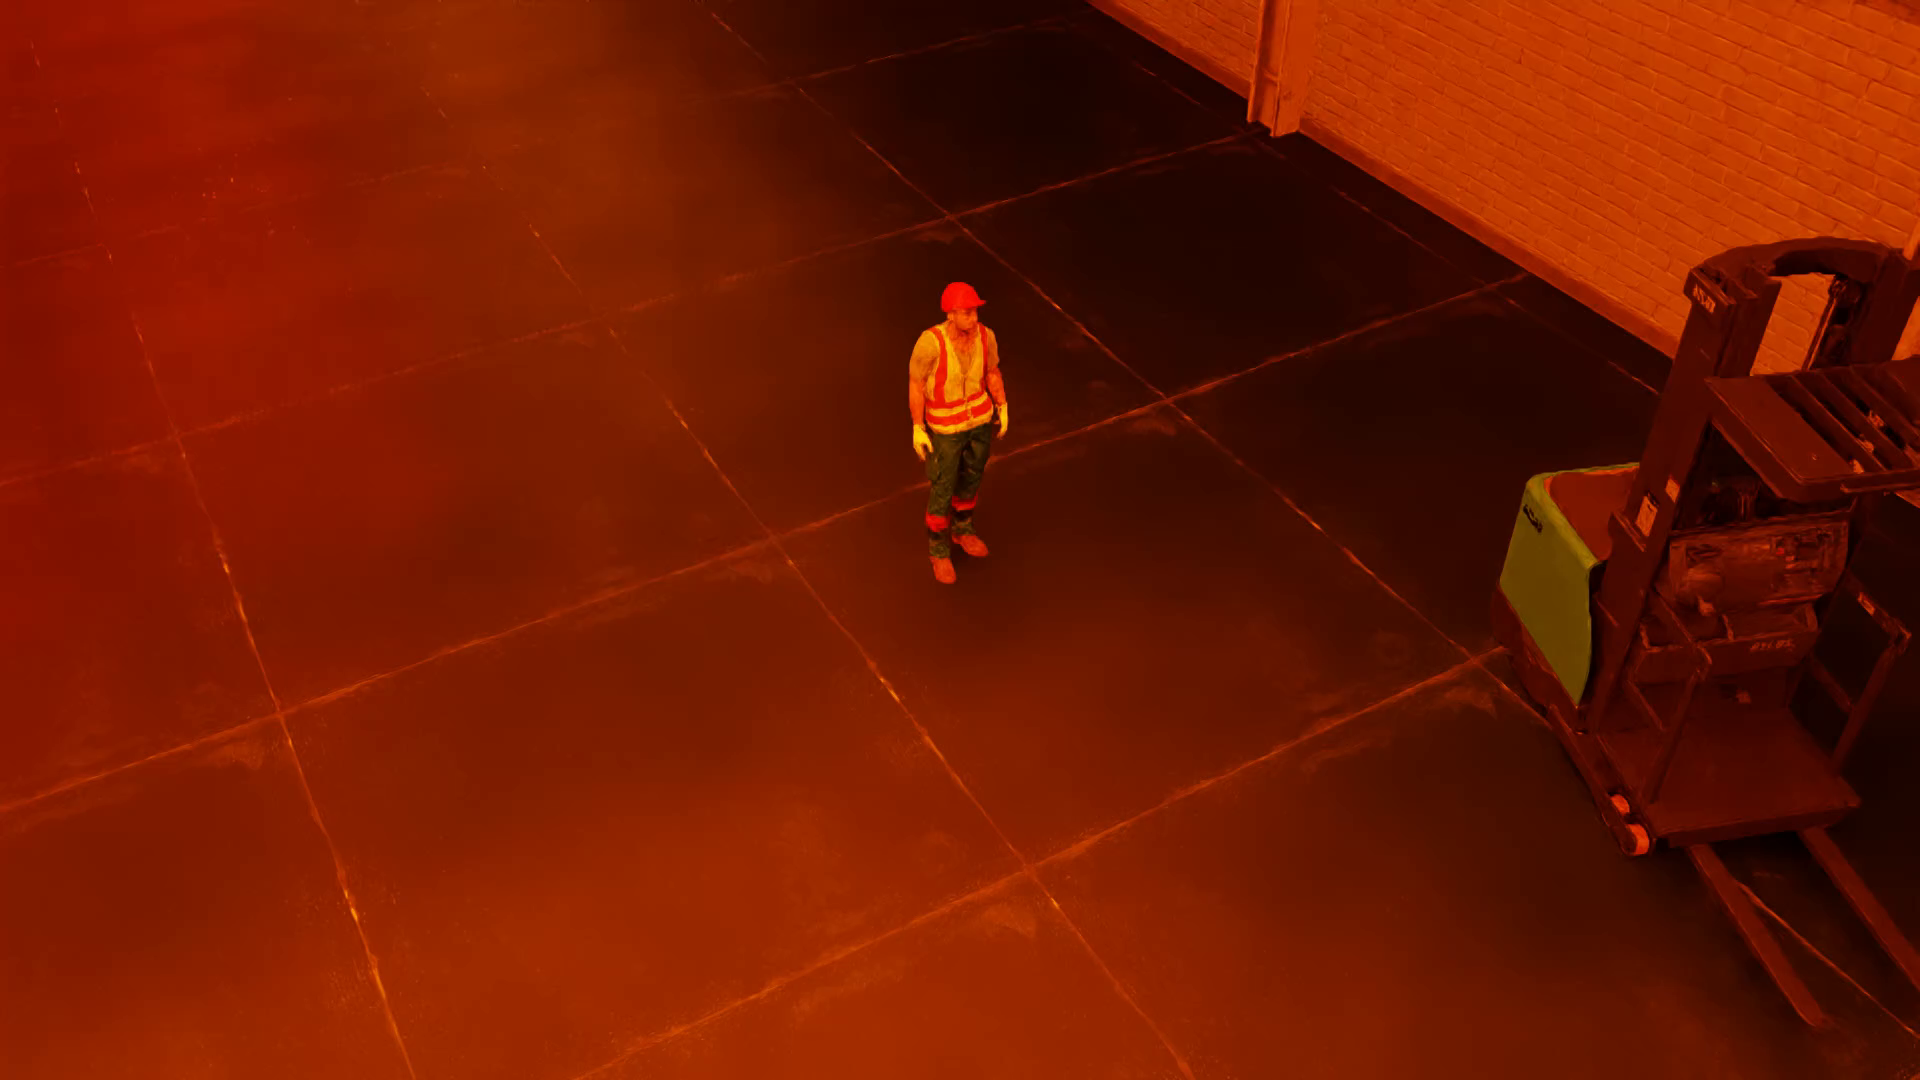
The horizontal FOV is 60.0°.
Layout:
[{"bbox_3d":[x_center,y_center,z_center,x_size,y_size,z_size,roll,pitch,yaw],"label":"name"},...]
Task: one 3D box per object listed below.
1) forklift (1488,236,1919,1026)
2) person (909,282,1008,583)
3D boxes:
[{"bbox_3d":[3.842,0.210,7.782,1.130,2.935,3.031,-7,40,-8],"label":"forklift"},{"bbox_3d":[0.031,-0.644,9.700,0.637,1.783,0.563,-20,44,-23],"label":"person"}]
